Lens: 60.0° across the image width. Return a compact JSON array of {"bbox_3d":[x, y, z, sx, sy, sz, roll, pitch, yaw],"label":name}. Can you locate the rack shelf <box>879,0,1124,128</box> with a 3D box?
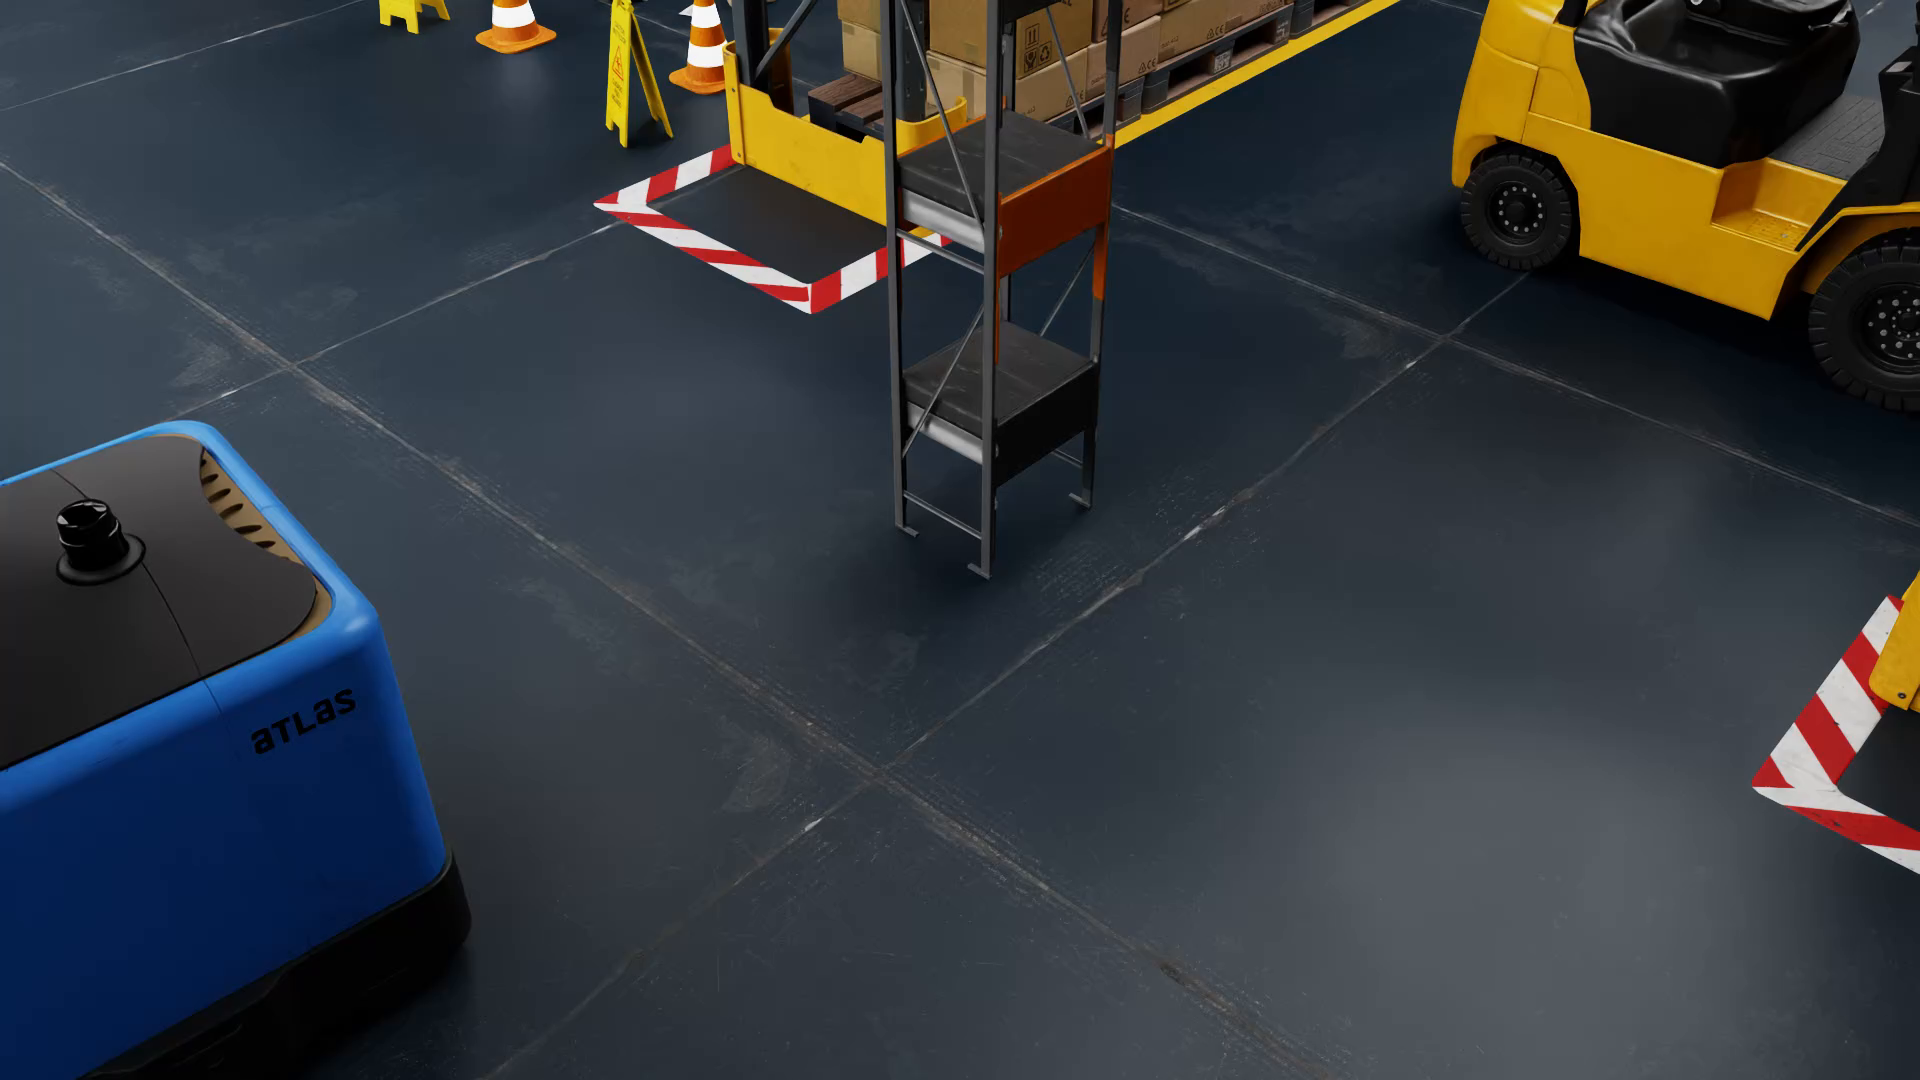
[{"bbox_3d":[0.112,-1.435,4.265,0.431,0.518,0.480,30,47,32],"label":"rack shelf"}]

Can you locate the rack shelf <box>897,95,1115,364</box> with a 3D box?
[{"bbox_3d":[0.112,-0.887,4.701,0.431,0.518,0.480,30,47,32],"label":"rack shelf"}]

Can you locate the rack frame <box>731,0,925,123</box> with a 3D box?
[{"bbox_3d":[-0.545,-2.677,6.207,1.000,3.000,0.127,30,47,32],"label":"rack frame"}]

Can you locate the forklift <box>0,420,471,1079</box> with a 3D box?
[{"bbox_3d":[-2.616,0.210,2.631,3.031,2.935,1.130,-28,46,-31],"label":"forklift"}]

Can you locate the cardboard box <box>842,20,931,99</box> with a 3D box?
[{"bbox_3d":[-0.183,-2.261,7.555,0.500,0.250,0.500,29,47,32],"label":"cardboard box"}]

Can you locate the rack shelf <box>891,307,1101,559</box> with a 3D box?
[{"bbox_3d":[0.112,-0.339,5.136,0.431,0.518,0.480,30,47,32],"label":"rack shelf"}]

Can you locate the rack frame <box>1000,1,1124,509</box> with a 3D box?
[{"bbox_3d":[0.276,-1.010,4.833,0.400,2.100,0.015,30,47,32],"label":"rack frame"}]

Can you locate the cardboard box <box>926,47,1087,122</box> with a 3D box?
[{"bbox_3d":[0.203,-2.020,7.252,0.500,0.250,0.500,29,47,32],"label":"cardboard box"}]

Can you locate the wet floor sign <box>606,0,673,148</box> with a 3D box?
[{"bbox_3d":[-1.463,-2.118,7.395,0.232,0.644,0.267,-18,42,-21],"label":"wet floor sign"}]

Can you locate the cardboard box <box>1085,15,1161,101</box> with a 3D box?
[{"bbox_3d":[0.553,-2.251,7.543,0.500,0.250,0.500,31,48,33],"label":"cardboard box"}]

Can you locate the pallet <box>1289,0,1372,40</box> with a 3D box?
[{"bbox_3d":[1.726,-3.100,8.979,1.003,0.211,1.213,30,47,32],"label":"pallet"}]

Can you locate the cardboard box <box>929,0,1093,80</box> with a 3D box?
[{"bbox_3d":[0.218,-2.324,7.032,0.500,0.500,0.500,28,46,31],"label":"cardboard box"}]

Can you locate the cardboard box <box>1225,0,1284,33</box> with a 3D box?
[{"bbox_3d":[1.254,-2.738,8.155,0.500,0.250,0.500,30,48,32],"label":"cardboard box"}]

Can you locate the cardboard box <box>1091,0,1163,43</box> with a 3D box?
[{"bbox_3d":[0.568,-2.566,7.337,0.500,0.500,0.500,28,46,30],"label":"cardboard box"}]

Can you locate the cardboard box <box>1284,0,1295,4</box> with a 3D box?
[{"bbox_3d":[1.601,-2.970,8.446,0.500,0.250,0.500,28,46,31],"label":"cardboard box"}]

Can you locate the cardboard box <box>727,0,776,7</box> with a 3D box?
[{"bbox_3d":[-1.153,-3.011,8.917,0.250,0.149,0.380,-11,40,-14],"label":"cardboard box"}]

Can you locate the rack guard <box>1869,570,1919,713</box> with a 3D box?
[{"bbox_3d":[3.105,0.395,4.352,1.175,0.500,0.348,30,47,32],"label":"rack guard"}]

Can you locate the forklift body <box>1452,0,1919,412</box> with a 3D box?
[{"bbox_3d":[3.054,-1.900,5.911,2.313,2.155,1.214,30,47,32],"label":"forklift body"}]

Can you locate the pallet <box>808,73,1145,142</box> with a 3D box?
[{"bbox_3d":[0.080,-1.979,7.569,1.003,0.211,1.213,30,47,32],"label":"pallet"}]

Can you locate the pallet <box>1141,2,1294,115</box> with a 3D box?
[{"bbox_3d":[0.903,-2.537,8.271,1.003,0.211,1.213,30,47,32],"label":"pallet"}]

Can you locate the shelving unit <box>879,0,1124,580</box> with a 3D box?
[{"bbox_3d":[0.112,-0.898,4.692,0.431,2.100,0.503,30,47,32],"label":"shelving unit"}]

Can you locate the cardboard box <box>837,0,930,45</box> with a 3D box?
[{"bbox_3d":[-0.197,-2.536,7.299,0.500,0.500,0.500,30,47,32],"label":"cardboard box"}]

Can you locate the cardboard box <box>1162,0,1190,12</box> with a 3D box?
[{"bbox_3d":[0.912,-2.793,7.622,0.500,0.500,0.500,31,48,33],"label":"cardboard box"}]

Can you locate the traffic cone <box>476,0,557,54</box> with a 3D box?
[{"bbox_3d":[-2.256,-2.733,8.316,0.336,0.463,0.334,30,47,32],"label":"traffic cone"}]

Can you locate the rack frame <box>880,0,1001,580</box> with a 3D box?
[{"bbox_3d":[-0.053,-0.786,4.551,0.400,2.100,0.015,30,47,32],"label":"rack frame"}]

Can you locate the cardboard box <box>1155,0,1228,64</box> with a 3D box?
[{"bbox_3d":[0.912,-2.507,7.865,0.500,0.250,0.500,-31,48,-33],"label":"cardboard box"}]

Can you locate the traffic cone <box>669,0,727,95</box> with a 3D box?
[{"bbox_3d":[-1.208,-2.423,7.926,0.336,0.463,0.334,30,47,32],"label":"traffic cone"}]

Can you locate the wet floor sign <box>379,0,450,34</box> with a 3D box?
[{"bbox_3d":[-2.825,-2.943,8.433,0.267,0.644,0.232,22,43,25],"label":"wet floor sign"}]

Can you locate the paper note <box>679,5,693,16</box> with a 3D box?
[{"bbox_3d":[-1.377,-2.785,8.728,0.148,0.019,0.142,14,41,17],"label":"paper note"}]

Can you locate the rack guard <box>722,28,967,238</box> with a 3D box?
[{"bbox_3d":[-0.494,-1.734,7.029,1.175,0.500,0.348,30,47,32],"label":"rack guard"}]
